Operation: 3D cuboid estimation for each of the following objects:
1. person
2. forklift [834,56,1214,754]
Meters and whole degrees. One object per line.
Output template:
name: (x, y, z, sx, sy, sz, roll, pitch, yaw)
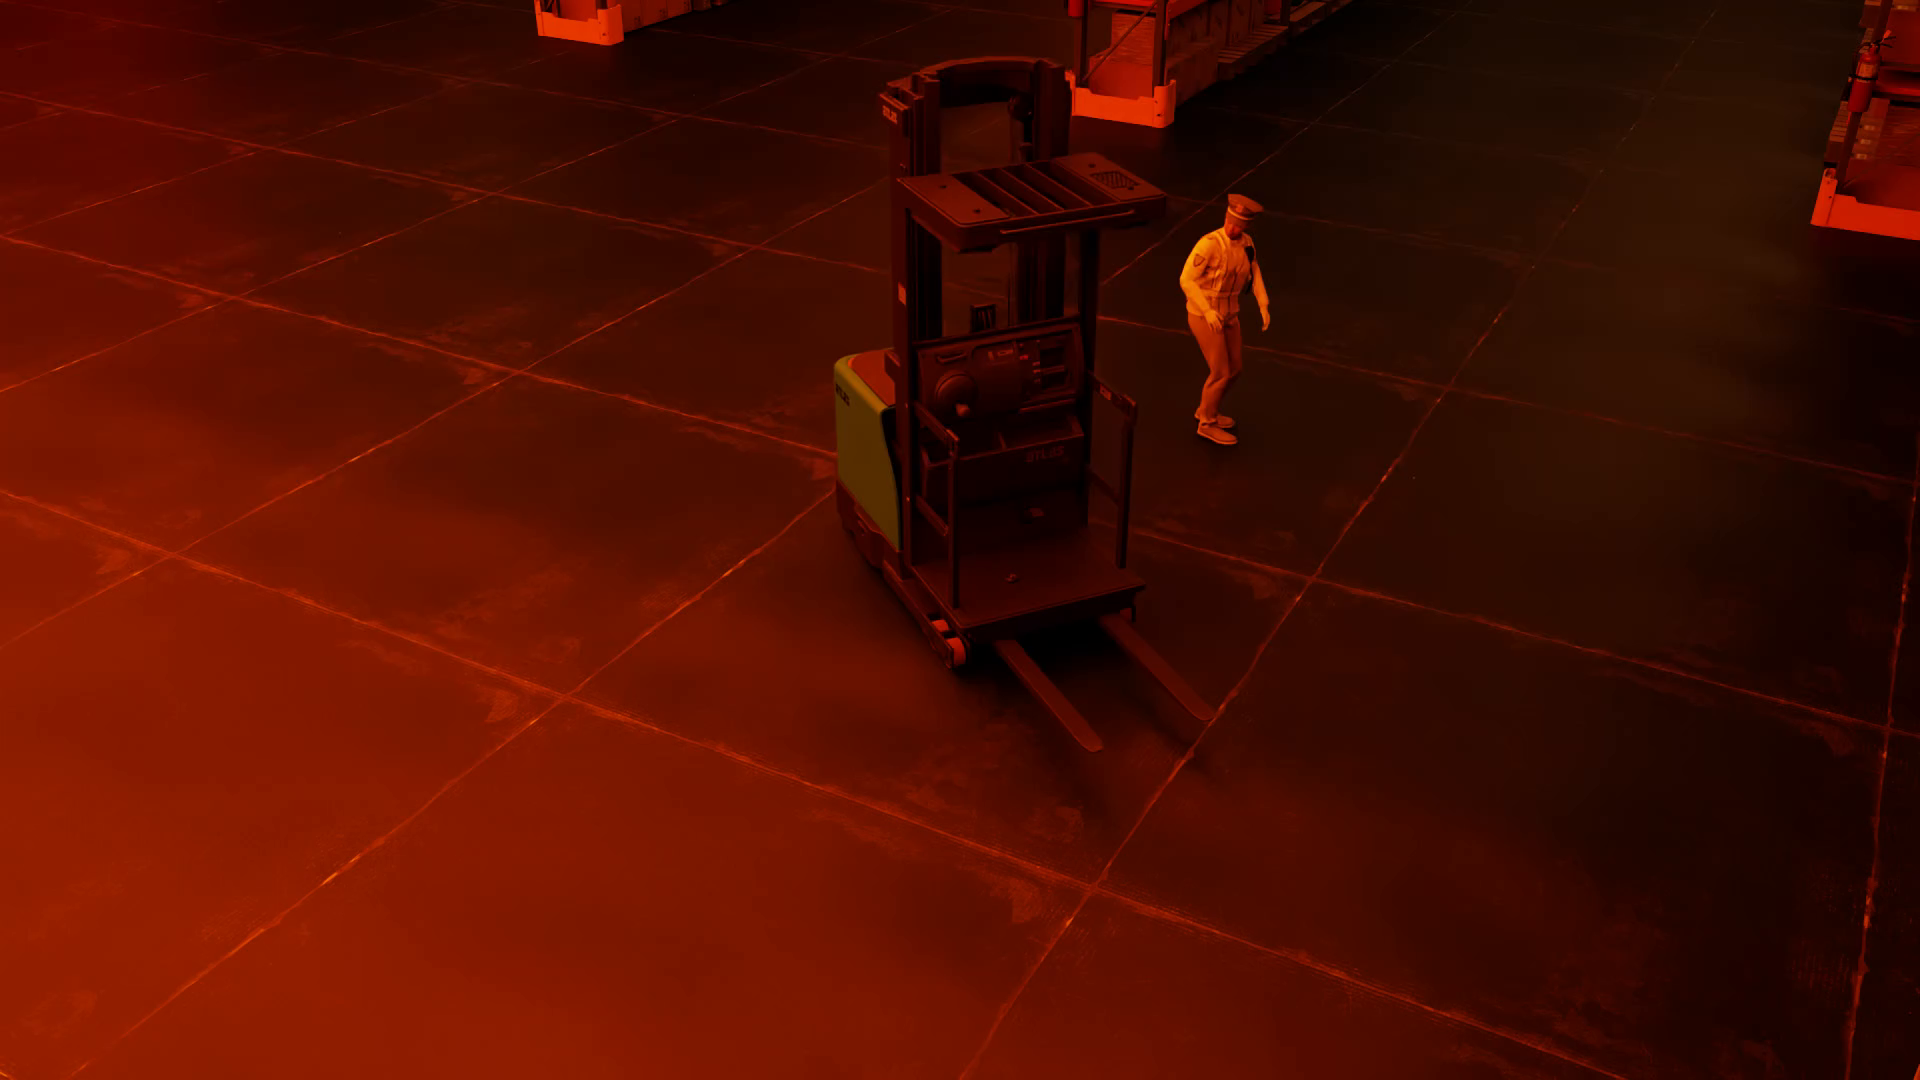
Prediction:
person: (1.758, -1.460, 10.912, 0.697, 1.639, 0.476, -26, 39, -38)
forklift: (0.310, -0.833, 8.515, 1.130, 2.935, 3.031, -13, 32, -21)
